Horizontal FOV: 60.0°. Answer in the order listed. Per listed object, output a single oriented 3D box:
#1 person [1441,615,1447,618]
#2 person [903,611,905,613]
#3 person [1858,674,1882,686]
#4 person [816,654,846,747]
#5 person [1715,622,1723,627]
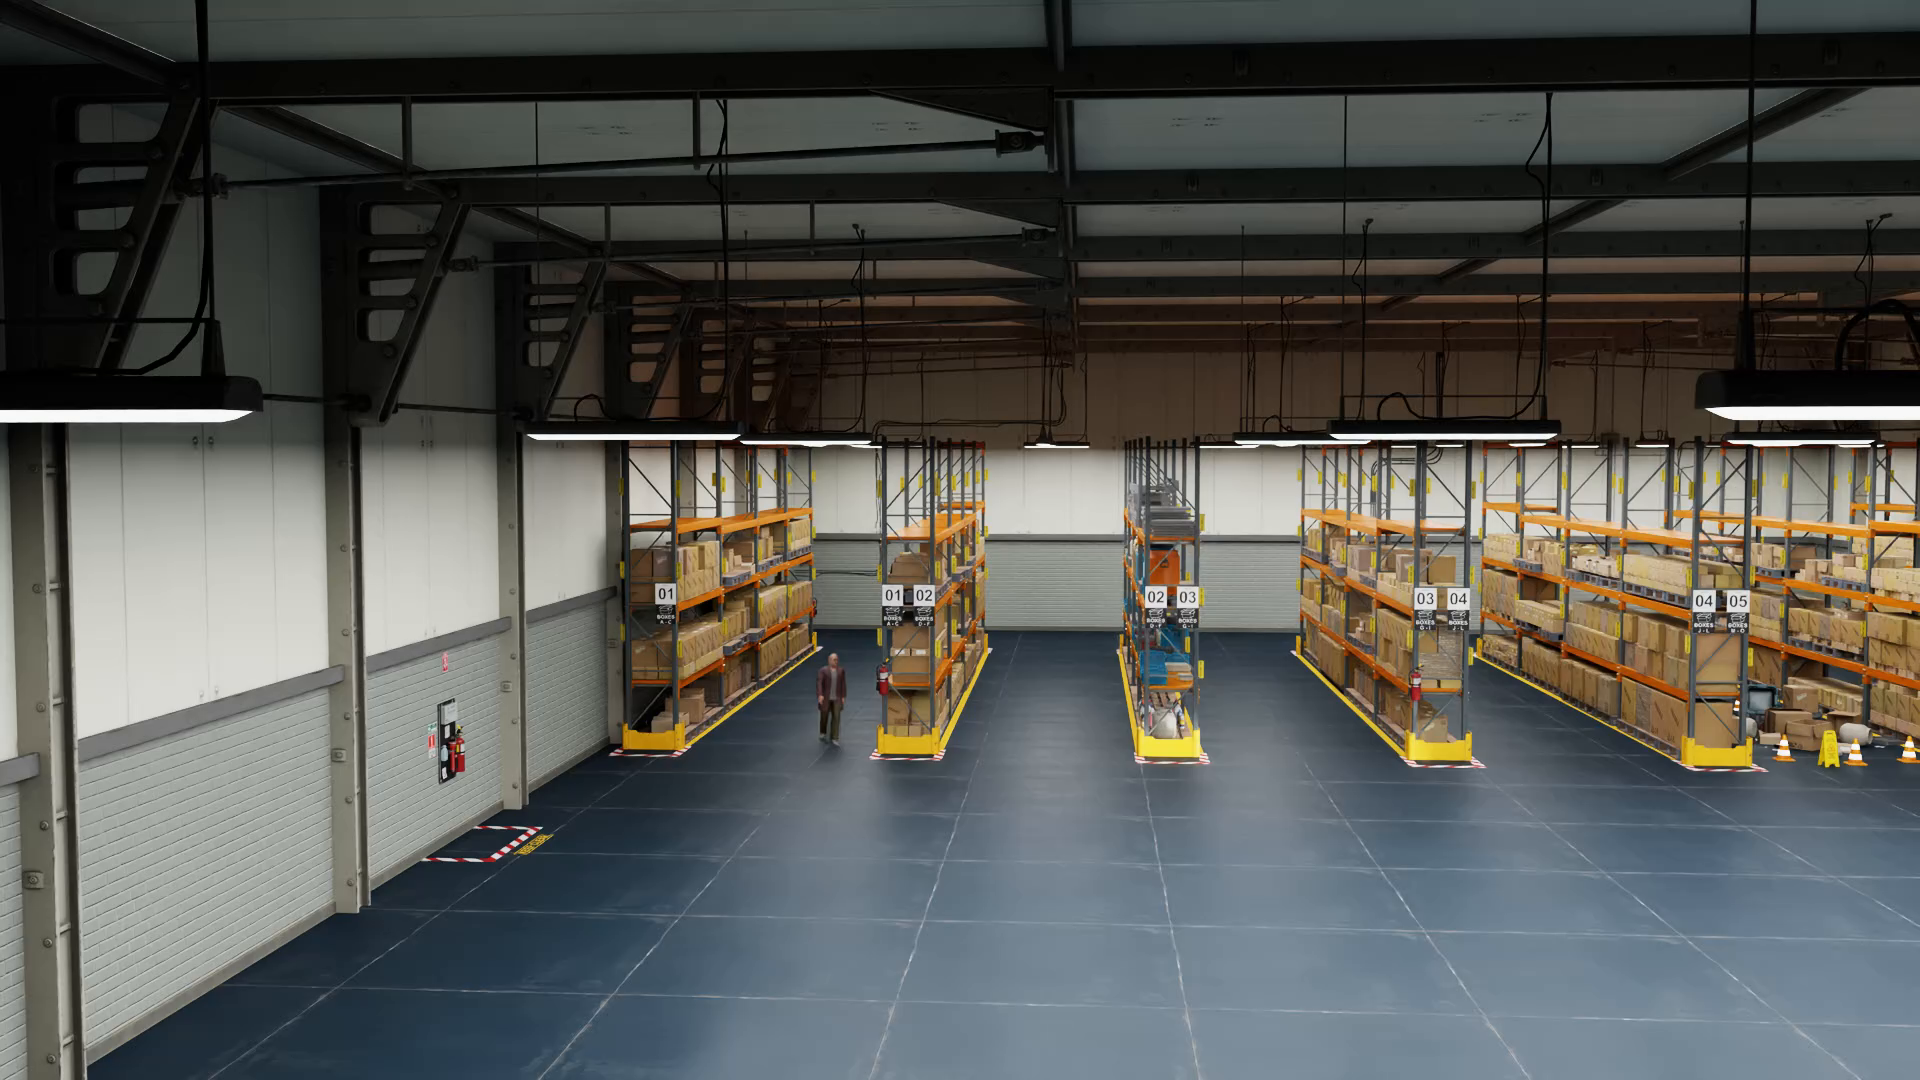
[{"bbox_3d":[13.494,2.396,46.833,0.529,1.651,0.713,1,3,10],"label":"person"},{"bbox_3d":[-1.536,2.401,46.695,0.523,1.661,0.506,2,4,31],"label":"person"},{"bbox_3d":[22.189,2.746,40.324,0.464,1.690,0.543,-1,3,-12],"label":"person"},{"bbox_3d":[-2.507,3.109,32.600,0.672,1.757,0.931,-1,3,-23],"label":"person"},{"bbox_3d":[17.996,2.793,39.433,0.478,1.708,0.532,-1,3,-15],"label":"person"}]
